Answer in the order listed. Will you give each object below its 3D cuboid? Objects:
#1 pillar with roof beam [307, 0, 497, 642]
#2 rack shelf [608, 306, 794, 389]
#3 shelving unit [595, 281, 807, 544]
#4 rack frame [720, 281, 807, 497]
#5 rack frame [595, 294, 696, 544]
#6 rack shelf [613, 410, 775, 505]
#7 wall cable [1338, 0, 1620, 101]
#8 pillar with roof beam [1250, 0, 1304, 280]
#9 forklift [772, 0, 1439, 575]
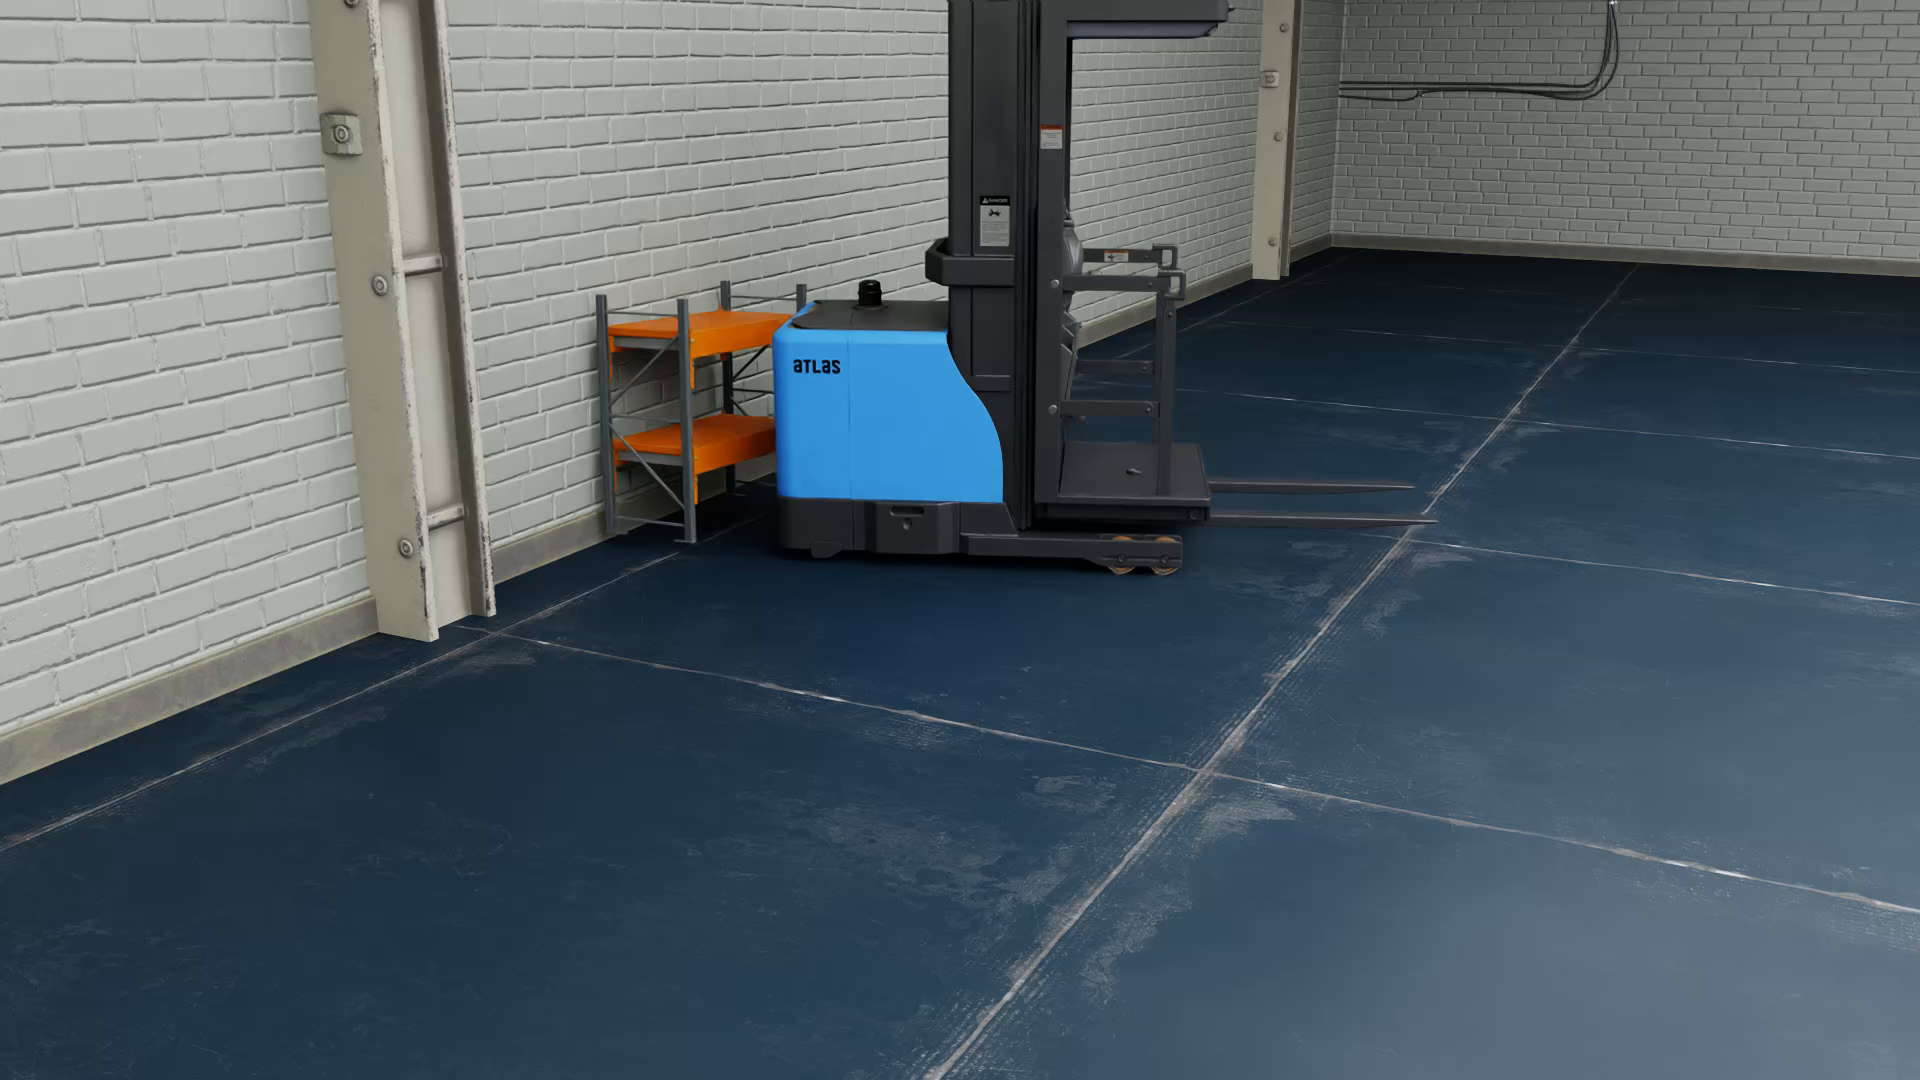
[{"bbox_3d":[1.682,-3.428,3.761,9.100,9.000,0.400,8,18,25],"label":"pillar with roof beam"},{"bbox_3d":[-1.229,-0.947,8.082,0.538,0.278,1.000,7,14,25],"label":"rack shelf"},{"bbox_3d":[-1.230,-0.661,8.148,0.538,1.125,1.048,7,14,25],"label":"shelving unit"},{"bbox_3d":[-1.007,-0.763,8.593,0.500,1.125,0.032,7,14,25],"label":"rack frame"},{"bbox_3d":[-1.454,-0.560,7.703,0.500,1.125,0.032,7,14,25],"label":"rack frame"},{"bbox_3d":[-1.232,-0.423,8.203,0.538,0.278,1.000,7,14,25],"label":"rack shelf"},{"bbox_3d":[5.692,-6.126,18.298,3.097,2.526,0.112,8,18,25],"label":"wall cable"},{"bbox_3d":[7.044,-6.485,14.052,9.100,9.000,0.400,8,18,25],"label":"pillar with roof beam"},{"bbox_3d":[0.688,-1.408,7.617,3.031,2.935,1.130,1,17,5],"label":"forklift"}]
